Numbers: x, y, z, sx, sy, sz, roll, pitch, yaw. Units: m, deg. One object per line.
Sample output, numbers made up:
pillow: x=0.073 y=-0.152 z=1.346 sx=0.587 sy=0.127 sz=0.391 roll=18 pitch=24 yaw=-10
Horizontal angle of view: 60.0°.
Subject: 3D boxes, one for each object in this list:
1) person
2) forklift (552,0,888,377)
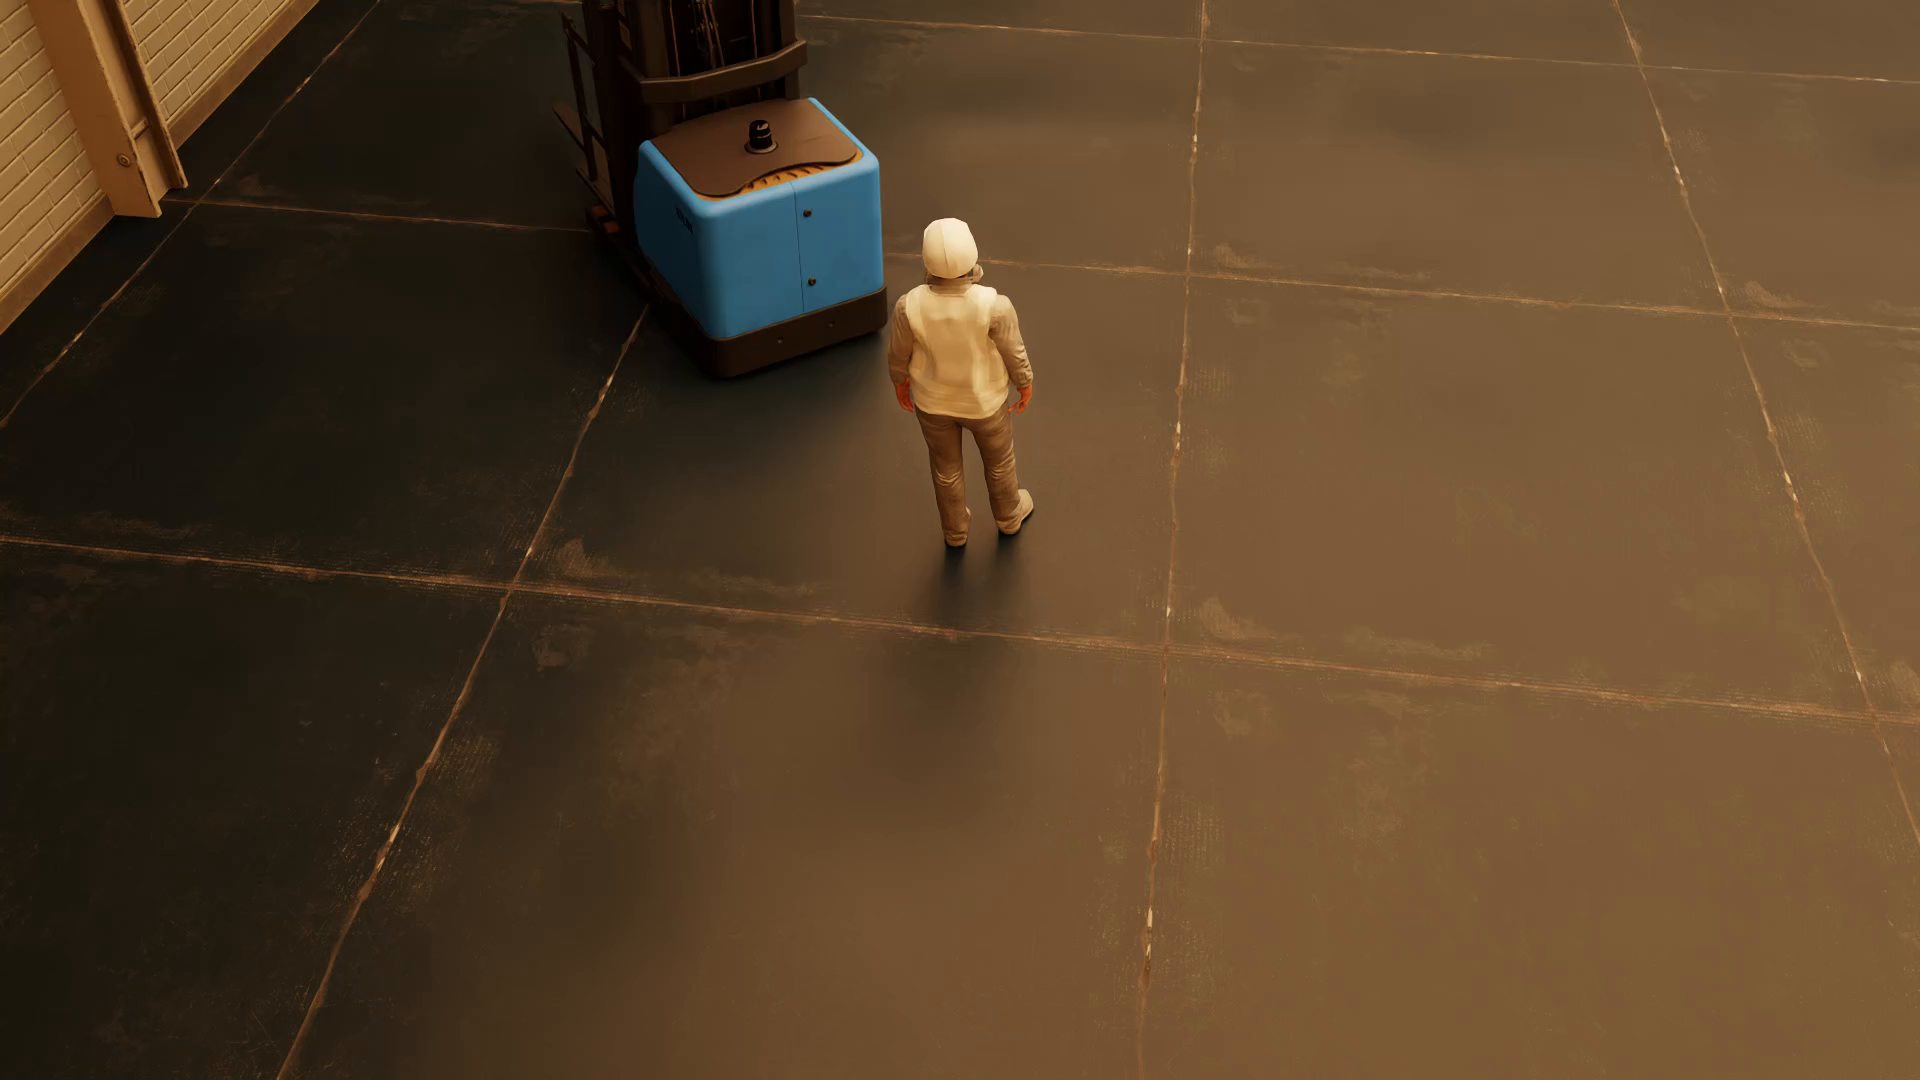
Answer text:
person: x=0.016 y=-0.700 z=7.331 sx=0.633 sy=1.775 sz=0.566 roll=5 pitch=43 yaw=6
forklift: x=-1.559 y=-2.917 z=8.900 sx=1.130 sy=2.935 sz=3.031 roll=-21 pitch=47 yaw=-21
